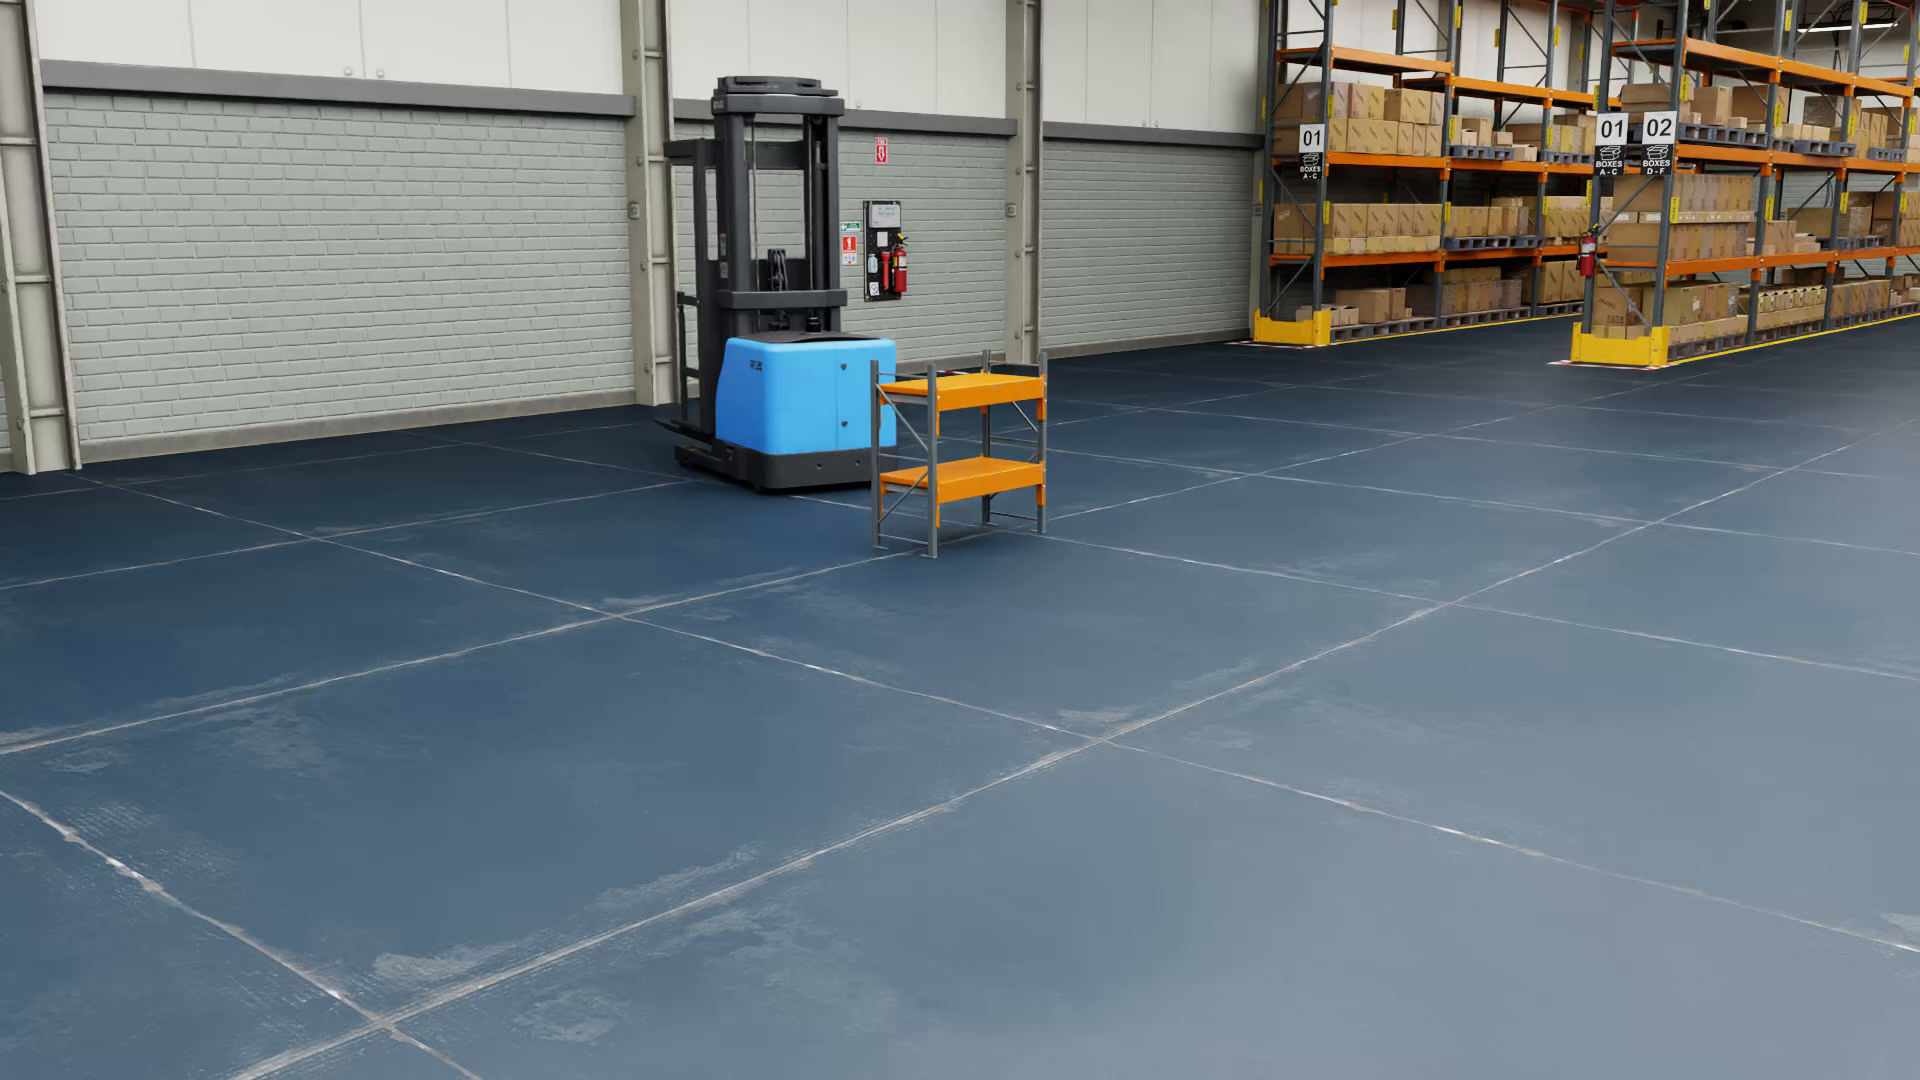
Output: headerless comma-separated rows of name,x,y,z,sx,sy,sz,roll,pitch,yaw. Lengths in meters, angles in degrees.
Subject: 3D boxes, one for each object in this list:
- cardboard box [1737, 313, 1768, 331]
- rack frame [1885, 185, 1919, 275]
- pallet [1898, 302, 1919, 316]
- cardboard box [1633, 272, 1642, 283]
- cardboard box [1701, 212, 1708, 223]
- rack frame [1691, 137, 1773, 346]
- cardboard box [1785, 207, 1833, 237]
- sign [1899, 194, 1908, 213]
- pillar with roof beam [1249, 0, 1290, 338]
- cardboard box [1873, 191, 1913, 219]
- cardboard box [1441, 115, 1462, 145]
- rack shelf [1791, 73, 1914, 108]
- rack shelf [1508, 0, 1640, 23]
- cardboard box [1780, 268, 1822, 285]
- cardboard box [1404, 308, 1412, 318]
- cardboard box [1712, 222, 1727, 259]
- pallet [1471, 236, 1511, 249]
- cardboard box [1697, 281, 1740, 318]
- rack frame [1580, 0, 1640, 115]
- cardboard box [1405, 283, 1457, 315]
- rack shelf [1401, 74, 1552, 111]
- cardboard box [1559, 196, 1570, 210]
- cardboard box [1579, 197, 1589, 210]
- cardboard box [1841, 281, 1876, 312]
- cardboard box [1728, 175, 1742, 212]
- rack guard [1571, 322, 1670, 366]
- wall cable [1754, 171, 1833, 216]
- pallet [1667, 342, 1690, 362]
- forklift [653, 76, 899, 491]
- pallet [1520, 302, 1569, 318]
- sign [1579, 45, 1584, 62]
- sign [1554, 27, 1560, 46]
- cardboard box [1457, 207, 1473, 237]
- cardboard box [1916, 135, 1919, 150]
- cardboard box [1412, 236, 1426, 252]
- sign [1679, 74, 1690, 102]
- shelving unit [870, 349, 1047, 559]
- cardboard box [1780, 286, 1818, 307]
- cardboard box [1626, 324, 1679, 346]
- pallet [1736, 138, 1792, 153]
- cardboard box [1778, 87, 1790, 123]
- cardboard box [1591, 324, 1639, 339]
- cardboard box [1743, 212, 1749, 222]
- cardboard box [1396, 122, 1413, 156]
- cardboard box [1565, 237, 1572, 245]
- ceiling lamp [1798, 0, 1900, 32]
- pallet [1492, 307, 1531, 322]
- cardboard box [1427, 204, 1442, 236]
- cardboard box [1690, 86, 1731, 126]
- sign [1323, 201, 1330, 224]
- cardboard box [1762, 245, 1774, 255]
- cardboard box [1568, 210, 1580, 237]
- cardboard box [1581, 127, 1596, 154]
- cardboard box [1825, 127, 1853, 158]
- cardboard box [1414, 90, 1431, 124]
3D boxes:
cardboard box,11.781,-3.286,24.953,0.500,0.250,0.500,9,15,39
rack frame,19.249,-6.167,33.427,1.000,3.000,0.127,10,15,40
pallet,17.868,-4.492,32.162,1.003,0.211,1.213,10,15,40
cardboard box,13.790,-5.368,34.741,0.700,0.500,0.500,10,15,40
cardboard box,9.957,-4.399,22.668,0.380,0.149,0.250,10,15,40
rack frame,11.328,-4.401,24.588,1.000,3.000,0.127,10,15,40
cardboard box,14.300,-5.352,28.020,0.700,0.500,0.500,4,12,21
sign,17.028,-6.075,30.011,0.100,0.325,0.005,10,15,40
pillar with roof beam,8.010,-7.053,22.546,9.100,9.000,0.400,10,15,40
cardboard box,17.131,-6.150,30.538,0.500,0.500,0.500,10,15,42
cardboard box,8.026,-6.837,27.798,0.500,0.500,0.500,-9,15,-39
rack shelf,15.289,-7.677,28.530,1.077,0.370,4.000,10,15,40
rack shelf,11.565,-10.143,31.369,1.077,0.370,4.000,10,15,40
cardboard box,14.444,-4.524,28.548,0.500,0.250,0.500,11,15,42
cardboard box,7.274,-3.785,27.613,0.380,0.166,0.250,7,14,33
cardboard box,10.363,-4.232,23.487,0.700,0.500,0.500,10,15,41
pallet,8.969,-5.239,29.272,1.003,0.211,1.213,10,15,40
cardboard box,10.847,-3.458,23.899,0.500,0.500,0.500,10,15,40
rack frame,12.886,-9.160,33.097,1.000,3.000,0.127,10,15,40
cardboard box,8.078,-4.141,28.546,0.700,0.500,0.500,10,15,42
rack shelf,8.925,-7.728,28.787,1.077,0.370,4.000,10,15,40
cardboard box,11.093,-6.315,31.188,0.500,0.250,0.500,9,15,40
cardboard box,11.752,-6.465,31.939,0.500,0.250,0.500,9,15,39
cardboard box,15.835,-4.313,29.406,0.500,0.500,0.500,10,15,41
cardboard box,10.707,-4.946,23.747,0.700,0.500,0.500,10,15,40
rack guard,8.672,-2.583,21.868,1.175,0.500,0.348,10,15,40
wall cable,19.528,-9.012,40.283,3.097,2.526,0.112,10,15,40
pallet,9.161,-2.563,22.505,1.003,0.211,1.213,10,15,40
forklift,-1.603,-2.028,12.880,1.130,2.935,3.031,-6,13,-28
pallet,10.822,-4.368,31.543,1.003,0.211,1.213,10,15,40
sign,12.485,-9.771,33.367,0.100,0.325,0.005,10,15,40
sign,10.659,-9.000,29.707,0.100,0.325,0.005,10,15,40
cardboard box,8.341,-5.458,28.499,0.500,0.500,0.700,-10,15,-42
cardboard box,17.445,-7.334,30.720,0.500,0.250,0.500,10,15,40
cardboard box,7.185,-4.796,26.898,0.500,0.250,0.500,10,15,41
sign,9.101,-5.678,20.890,0.100,0.325,0.005,10,15,40
shelving unit,0.004,-0.553,10.106,0.538,1.125,1.048,10,15,40
cardboard box,13.470,-3.936,26.775,0.500,0.311,0.500,9,15,39
cardboard box,9.209,-2.720,22.120,0.500,0.250,0.500,10,15,40
pallet,11.901,-5.910,24.971,0.805,0.209,1.217,9,14,38
cardboard box,12.123,-6.545,25.057,0.500,0.500,0.500,-10,15,-42
cardboard box,8.820,-2.787,22.456,0.500,0.250,0.500,10,15,40
cardboard box,11.145,-4.664,23.995,0.380,0.149,0.250,9,15,39
cardboard box,6.776,-6.305,26.157,0.500,0.500,0.500,9,14,38
cardboard box,11.465,-5.728,31.819,0.380,0.149,0.250,10,15,41
ceiling lamp,19.195,-12.679,35.814,2.000,3.185,0.800,10,15,40
pallet,9.728,-4.147,30.437,1.003,0.211,1.213,10,15,40
cardboard box,7.525,-5.235,27.183,0.500,0.500,0.500,10,15,40
cardboard box,9.989,-5.816,22.329,0.500,0.500,0.500,10,15,40
sign,5.372,-4.807,24.409,0.100,0.325,0.005,10,15,40
cardboard box,12.067,-4.382,25.133,0.380,0.149,0.250,10,15,40
cardboard box,11.439,-6.021,31.634,0.500,0.500,0.500,10,15,40
cardboard box,11.903,-7.748,32.309,0.700,0.500,0.500,9,15,39
cardboard box,14.231,-6.578,27.574,0.910,0.500,0.500,10,15,40
cardboard box,7.122,-6.870,26.431,0.500,0.500,0.500,11,16,43
